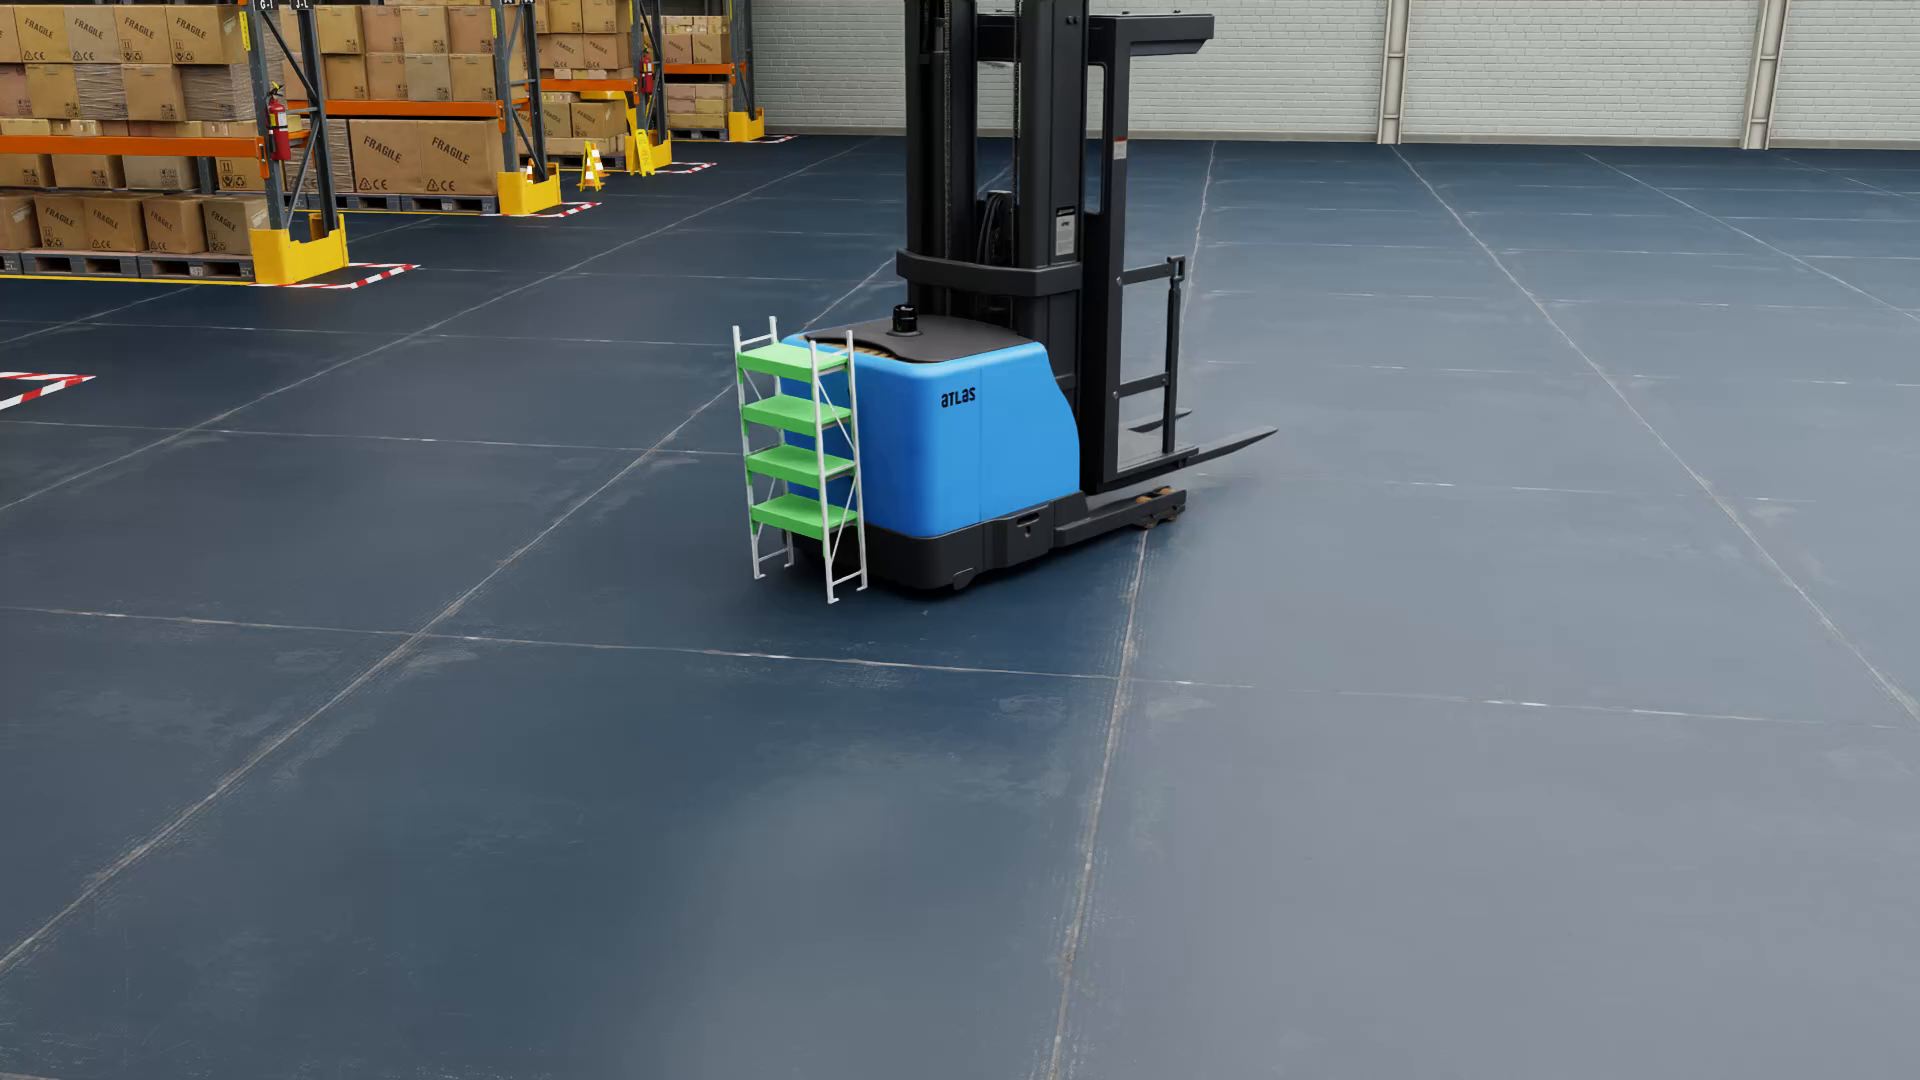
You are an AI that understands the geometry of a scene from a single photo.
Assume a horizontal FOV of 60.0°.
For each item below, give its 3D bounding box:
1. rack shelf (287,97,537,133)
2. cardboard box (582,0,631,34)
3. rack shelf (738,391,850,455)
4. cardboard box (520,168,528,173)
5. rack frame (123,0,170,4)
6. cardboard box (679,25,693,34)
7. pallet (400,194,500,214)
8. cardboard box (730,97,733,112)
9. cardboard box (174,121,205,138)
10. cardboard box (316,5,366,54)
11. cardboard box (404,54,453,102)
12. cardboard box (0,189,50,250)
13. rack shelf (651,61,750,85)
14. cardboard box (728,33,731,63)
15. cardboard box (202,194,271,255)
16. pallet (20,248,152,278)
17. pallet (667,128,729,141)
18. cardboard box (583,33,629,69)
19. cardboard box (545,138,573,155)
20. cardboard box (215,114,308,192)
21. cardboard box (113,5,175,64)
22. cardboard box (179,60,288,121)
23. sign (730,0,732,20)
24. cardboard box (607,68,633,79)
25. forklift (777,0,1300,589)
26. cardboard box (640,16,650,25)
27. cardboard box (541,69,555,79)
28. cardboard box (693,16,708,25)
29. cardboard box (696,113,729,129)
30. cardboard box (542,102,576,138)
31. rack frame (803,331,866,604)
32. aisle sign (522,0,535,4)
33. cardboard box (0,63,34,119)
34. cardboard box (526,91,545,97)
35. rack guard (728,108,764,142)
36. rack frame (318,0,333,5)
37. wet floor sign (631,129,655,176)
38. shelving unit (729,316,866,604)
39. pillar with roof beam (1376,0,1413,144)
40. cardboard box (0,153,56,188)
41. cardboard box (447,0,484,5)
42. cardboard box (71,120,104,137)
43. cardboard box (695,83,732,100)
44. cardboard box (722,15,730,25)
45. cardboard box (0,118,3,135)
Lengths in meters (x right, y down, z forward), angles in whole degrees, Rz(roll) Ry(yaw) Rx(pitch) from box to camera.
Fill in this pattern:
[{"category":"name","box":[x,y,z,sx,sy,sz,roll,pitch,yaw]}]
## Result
[{"category":"rack shelf","box":[-7.286,-5.270,20.460,4.000,0.370,1.077,3,19,9]},{"category":"cardboard box","box":[-5.165,-7.686,24.346,0.500,0.500,0.700,2,19,7]},{"category":"rack shelf","box":[-0.731,-0.523,7.395,0.480,0.148,0.258,16,29,40]},{"category":"cardboard box","box":[-6.240,-5.148,23.453,0.250,0.149,0.380,14,23,37]},{"category":"rack frame","box":[-12.525,-7.469,25.899,0.127,3.000,1.000,3,19,9]},{"category":"cardboard box","box":[-4.733,-8.942,29.121,0.250,0.149,0.380,3,19,10]},{"category":"pallet","box":[-6.113,-4.204,20.535,1.213,0.211,1.003,3,19,9]},{"category":"cardboard box","box":[-4.274,-7.843,29.899,0.500,0.250,0.500,3,19,10]},{"category":"cardboard box","box":[-7.014,-3.802,15.333,0.250,0.149,0.380,3,19,9]},{"category":"cardboard box","box":[-7.305,-6.180,20.108,0.500,0.550,0.875,3,19,9]},{"category":"cardboard box","box":[-6.231,-5.607,20.097,0.550,0.550,0.875,3,19,9]},{"category":"cardboard box","box":[-9.192,-3.118,16.171,0.500,0.500,0.500,9,21,26]},{"category":"rack shelf","box":[-5.817,-8.381,29.758,4.000,0.370,1.077,3,19,9]},{"category":"cardboard box","box":[-4.288,-8.781,29.662,0.500,0.500,0.500,4,19,10]},{"category":"cardboard box","box":[-6.812,-3.012,15.856,0.500,0.500,0.500,7,20,19]},{"category":"pallet","box":[-8.271,-2.757,16.211,1.213,0.211,1.003,3,19,9]},{"category":"pallet","box":[-4.604,-7.325,29.862,1.213,0.211,1.003,3,19,9]},{"category":"cardboard box","box":[-5.206,-7.196,24.456,0.500,0.500,0.500,3,19,8]},{"category":"cardboard box","box":[-5.977,-5.947,25.020,0.500,0.250,0.500,3,19,9]},{"category":"cardboard box","box":[-8.651,-4.850,20.757,0.875,0.875,0.875,3,19,9]},{"category":"cardboard box","box":[-7.275,-4.598,15.116,0.500,0.500,0.500,3,19,9]},{"category":"cardboard box","box":[-6.737,-4.187,15.462,0.500,0.500,0.875,3,19,9]},{"category":"sign","box":[-3.942,-9.114,28.616,0.005,0.325,0.100,3,19,9]},{"category":"cardboard box","box":[-5.029,-6.899,24.591,0.250,0.149,0.380,4,19,10]},{"category":"forklift","box":[0.561,-1.536,8.274,3.031,2.935,1.130,-15,24,-39]},{"category":"cardboard box","box":[-5.506,-9.103,29.132,0.250,0.149,0.380,3,19,10]},{"category":"cardboard box","box":[-6.036,-6.957,24.764,0.250,0.149,0.380,3,19,9]},{"category":"cardboard box","box":[-4.478,-9.072,29.042,0.250,0.149,0.380,3,19,9]},{"category":"cardboard box","box":[-4.356,-7.442,29.488,0.500,0.250,0.500,3,19,9]},{"category":"cardboard box","box":[-5.974,-6.301,24.898,0.500,0.500,0.500,4,19,11]},{"category":"rack frame","box":[-0.544,-0.307,7.302,0.015,1.200,0.240,16,29,40]},{"category":"aisle sign","box":[-5.194,-6.834,19.903,0.004,0.787,0.394,3,19,9]},{"category":"cardboard box","box":[-8.715,-4.280,15.740,0.500,0.500,0.875,3,19,9]},{"category":"cardboard box","box":[-6.339,-6.608,24.794,0.250,0.149,0.380,4,19,11]},{"category":"rack guard","box":[-3.819,-7.435,29.736,0.348,0.500,1.175,3,19,9]},{"category":"rack frame","box":[-11.741,-9.024,30.547,0.127,3.000,1.000,3,19,9]},{"category":"wet floor sign","box":[-4.608,-5.605,24.038,0.232,0.644,0.267,10,21,27]},{"category":"shelving unit","box":[-0.723,-0.359,7.459,0.503,1.200,0.258,16,29,40]},{"category":"pillar with roof beam","box":[6.778,-9.831,23.504,0.400,9.000,9.100,3,19,9]},{"category":"cardboard box","box":[-11.759,-4.944,21.235,0.750,0.750,1.050,3,19,9]},{"category":"cardboard box","box":[-7.183,-7.774,24.608,0.500,0.500,0.700,3,19,7]},{"category":"cardboard box","box":[-8.010,-3.835,15.433,0.250,0.149,0.380,3,19,9]},{"category":"cardboard box","box":[-4.347,-7.917,29.332,0.500,0.250,0.500,4,19,10]},{"category":"cardboard box","box":[-4.140,-9.202,29.428,0.250,0.149,0.380,3,19,8]},{"category":"cardboard box","box":[-8.998,-3.883,15.578,0.250,0.149,0.380,3,19,9]}]
